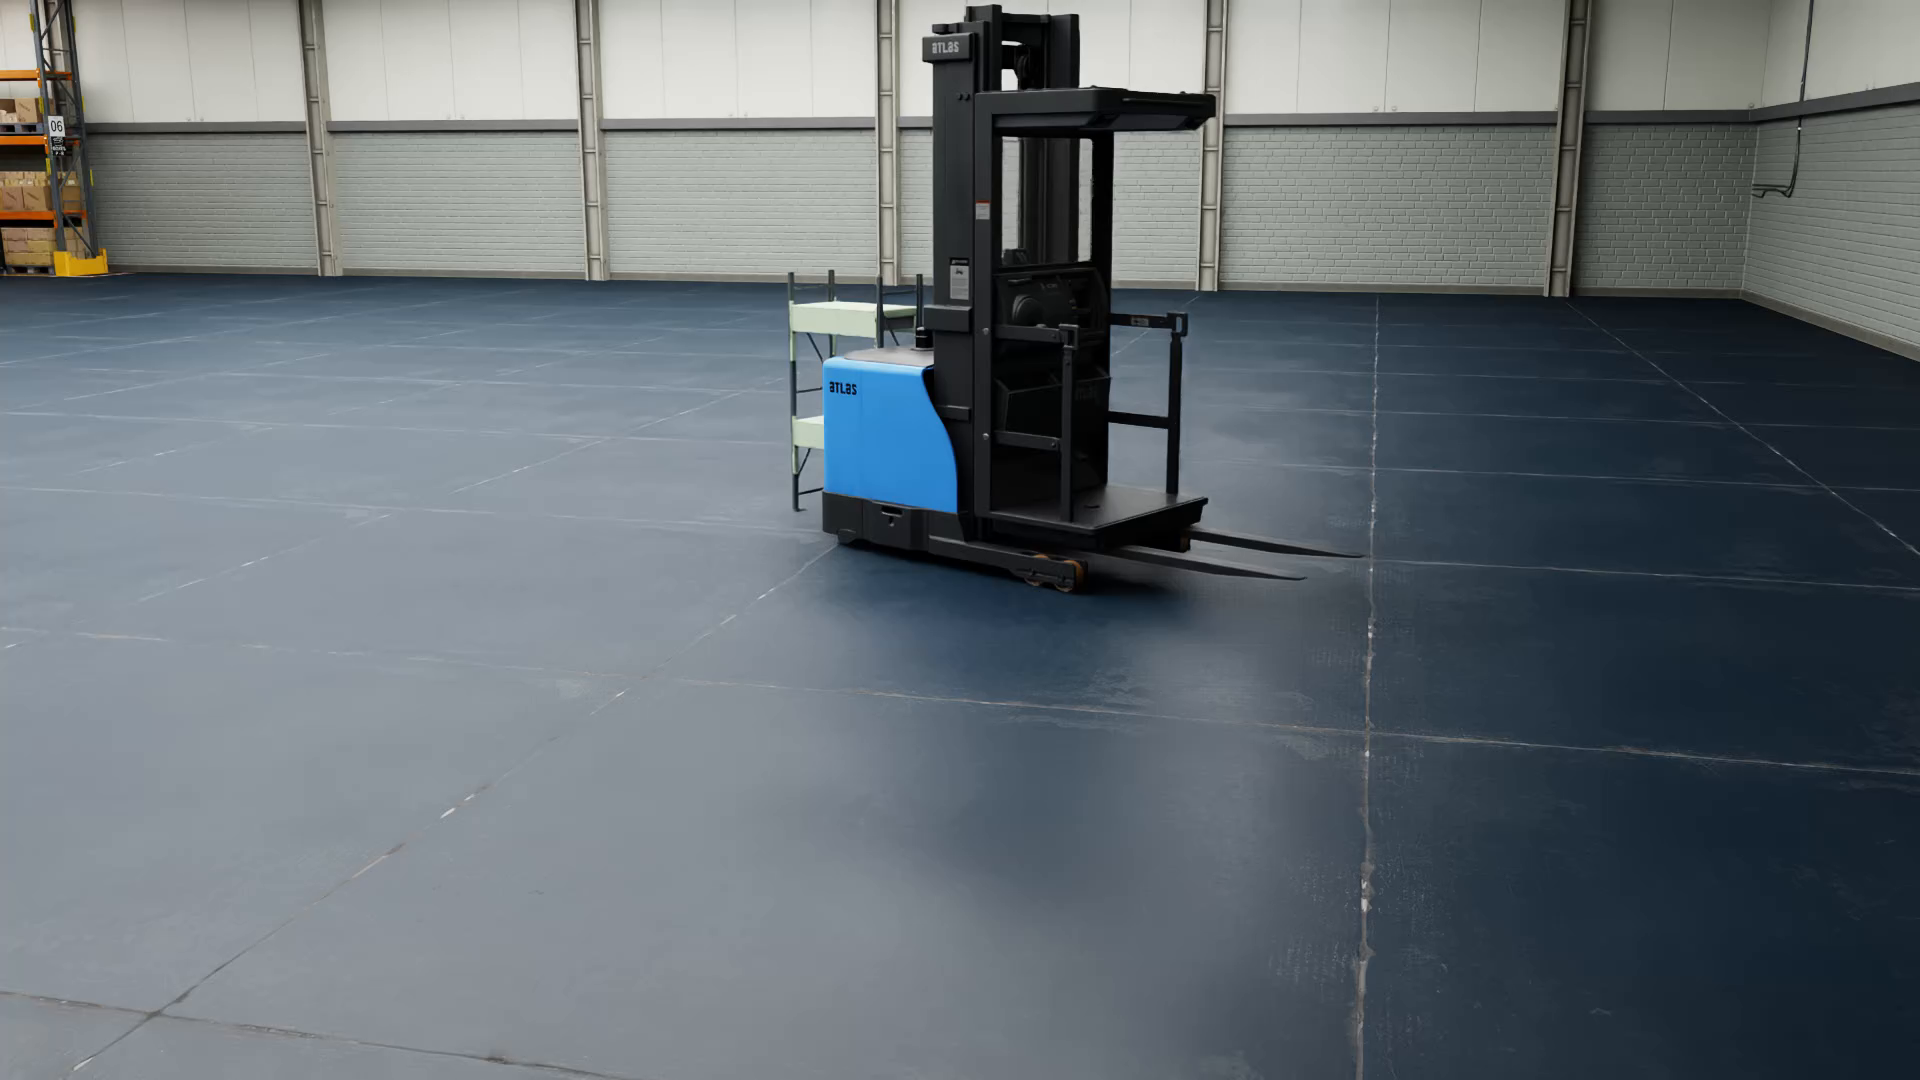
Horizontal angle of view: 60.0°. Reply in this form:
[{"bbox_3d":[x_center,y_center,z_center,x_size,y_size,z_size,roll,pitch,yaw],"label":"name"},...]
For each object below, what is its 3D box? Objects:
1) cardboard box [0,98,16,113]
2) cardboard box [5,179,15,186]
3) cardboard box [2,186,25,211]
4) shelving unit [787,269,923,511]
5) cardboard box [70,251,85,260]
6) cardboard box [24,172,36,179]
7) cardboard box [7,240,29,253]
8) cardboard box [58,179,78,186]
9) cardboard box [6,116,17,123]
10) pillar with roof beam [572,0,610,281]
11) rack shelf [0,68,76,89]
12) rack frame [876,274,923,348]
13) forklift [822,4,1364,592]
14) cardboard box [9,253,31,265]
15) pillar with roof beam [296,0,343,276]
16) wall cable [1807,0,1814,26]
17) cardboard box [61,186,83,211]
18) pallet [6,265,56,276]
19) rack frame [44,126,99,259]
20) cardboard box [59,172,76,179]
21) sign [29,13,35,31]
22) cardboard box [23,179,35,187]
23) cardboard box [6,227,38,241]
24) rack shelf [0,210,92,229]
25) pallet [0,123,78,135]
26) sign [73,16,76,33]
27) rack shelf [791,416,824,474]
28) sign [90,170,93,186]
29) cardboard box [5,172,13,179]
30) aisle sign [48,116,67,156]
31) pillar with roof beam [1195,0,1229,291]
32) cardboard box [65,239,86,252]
[{"bbox_3d":[-19.818,-8.827,34.236,0.500,0.500,0.700,3,13,14],"label":"cardboard box"},{"bbox_3d":[-19.494,-7.387,34.375,0.250,0.149,0.380,3,13,13],"label":"cardboard box"},{"bbox_3d":[-19.402,-7.062,34.407,0.500,0.500,0.500,3,13,15],"label":"cardboard box"},{"bbox_3d":[-0.645,-0.901,10.331,0.755,1.500,0.431,10,16,38],"label":"shelving unit"},{"bbox_3d":[-18.789,-5.943,34.974,0.500,0.250,0.500,3,13,14],"label":"cardboard box"},{"bbox_3d":[-19.005,-7.505,34.220,0.250,0.149,0.380,3,13,14],"label":"cardboard box"},{"bbox_3d":[-19.391,-6.108,34.564,0.500,0.250,0.500,3,13,13],"label":"cardboard box"},{"bbox_3d":[-18.627,-7.451,34.665,0.250,0.149,0.380,3,13,12],"label":"cardboard box"},{"bbox_3d":[-19.237,-8.588,33.973,0.250,0.149,0.380,3,13,12],"label":"cardboard box"},{"bbox_3d":[-8.200,-8.640,27.901,0.400,9.000,9.100,3,13,14],"label":"pillar with roof beam"},{"bbox_3d":[-20.301,-9.500,34.360,4.000,0.370,1.077,3,13,14],"label":"rack shelf"},{"bbox_3d":[-0.360,-0.851,10.107,0.023,1.500,0.400,10,16,38],"label":"rack frame"},{"bbox_3d":[0.658,-1.293,8.795,3.031,2.935,1.130,10,16,39],"label":"forklift"},{"bbox_3d":[-19.372,-5.862,34.609,0.500,0.250,0.500,3,13,14],"label":"cardboard box"},{"bbox_3d":[-14.026,-8.951,29.305,0.400,9.000,9.100,3,13,14],"label":"pillar with roof beam"},{"bbox_3d":[12.202,-8.561,23.054,0.112,2.526,3.097,3,13,14],"label":"wall cable"},{"bbox_3d":[-18.774,-7.147,34.789,0.500,0.500,0.500,3,13,15],"label":"cardboard box"},{"bbox_3d":[-19.112,-5.683,34.862,1.213,0.211,1.003,3,13,14],"label":"pallet"},{"bbox_3d":[-18.359,-7.014,34.421,0.127,3.000,1.000,3,13,14],"label":"rack frame"},{"bbox_3d":[-18.634,-7.587,34.589,0.250,0.149,0.380,3,13,12],"label":"cardboard box"},{"bbox_3d":[-18.503,-10.324,33.151,0.005,0.325,0.100,3,13,14],"label":"sign"},{"bbox_3d":[-19.018,-7.345,34.187,0.250,0.149,0.380,3,13,14],"label":"cardboard box"},{"bbox_3d":[-19.378,-6.348,34.491,0.500,0.250,0.500,3,13,15],"label":"cardboard box"},{"bbox_3d":[-20.301,-6.766,34.967,4.000,0.370,1.077,3,13,14],"label":"rack shelf"},{"bbox_3d":[-19.040,-8.477,34.296,1.213,0.211,1.003,3,13,14],"label":"pallet"},{"bbox_3d":[-18.220,-10.592,34.178,0.005,0.325,0.100,3,13,14],"label":"sign"},{"bbox_3d":[-0.645,-0.582,10.401,0.720,0.370,0.431,10,16,38],"label":"rack shelf"},{"bbox_3d":[-18.221,-7.591,34.843,0.005,0.325,0.100,3,13,14],"label":"sign"},{"bbox_3d":[-19.489,-7.541,34.384,0.250,0.149,0.380,3,13,14],"label":"cardboard box"},{"bbox_3d":[-18.366,-8.218,33.846,0.004,0.787,0.394,3,13,14],"label":"aisle sign"},{"bbox_3d":[3.450,-8.017,25.094,0.400,9.000,9.100,3,13,14],"label":"pillar with roof beam"},{"bbox_3d":[-18.766,-6.189,34.926,0.500,0.250,0.500,3,13,15],"label":"cardboard box"}]
